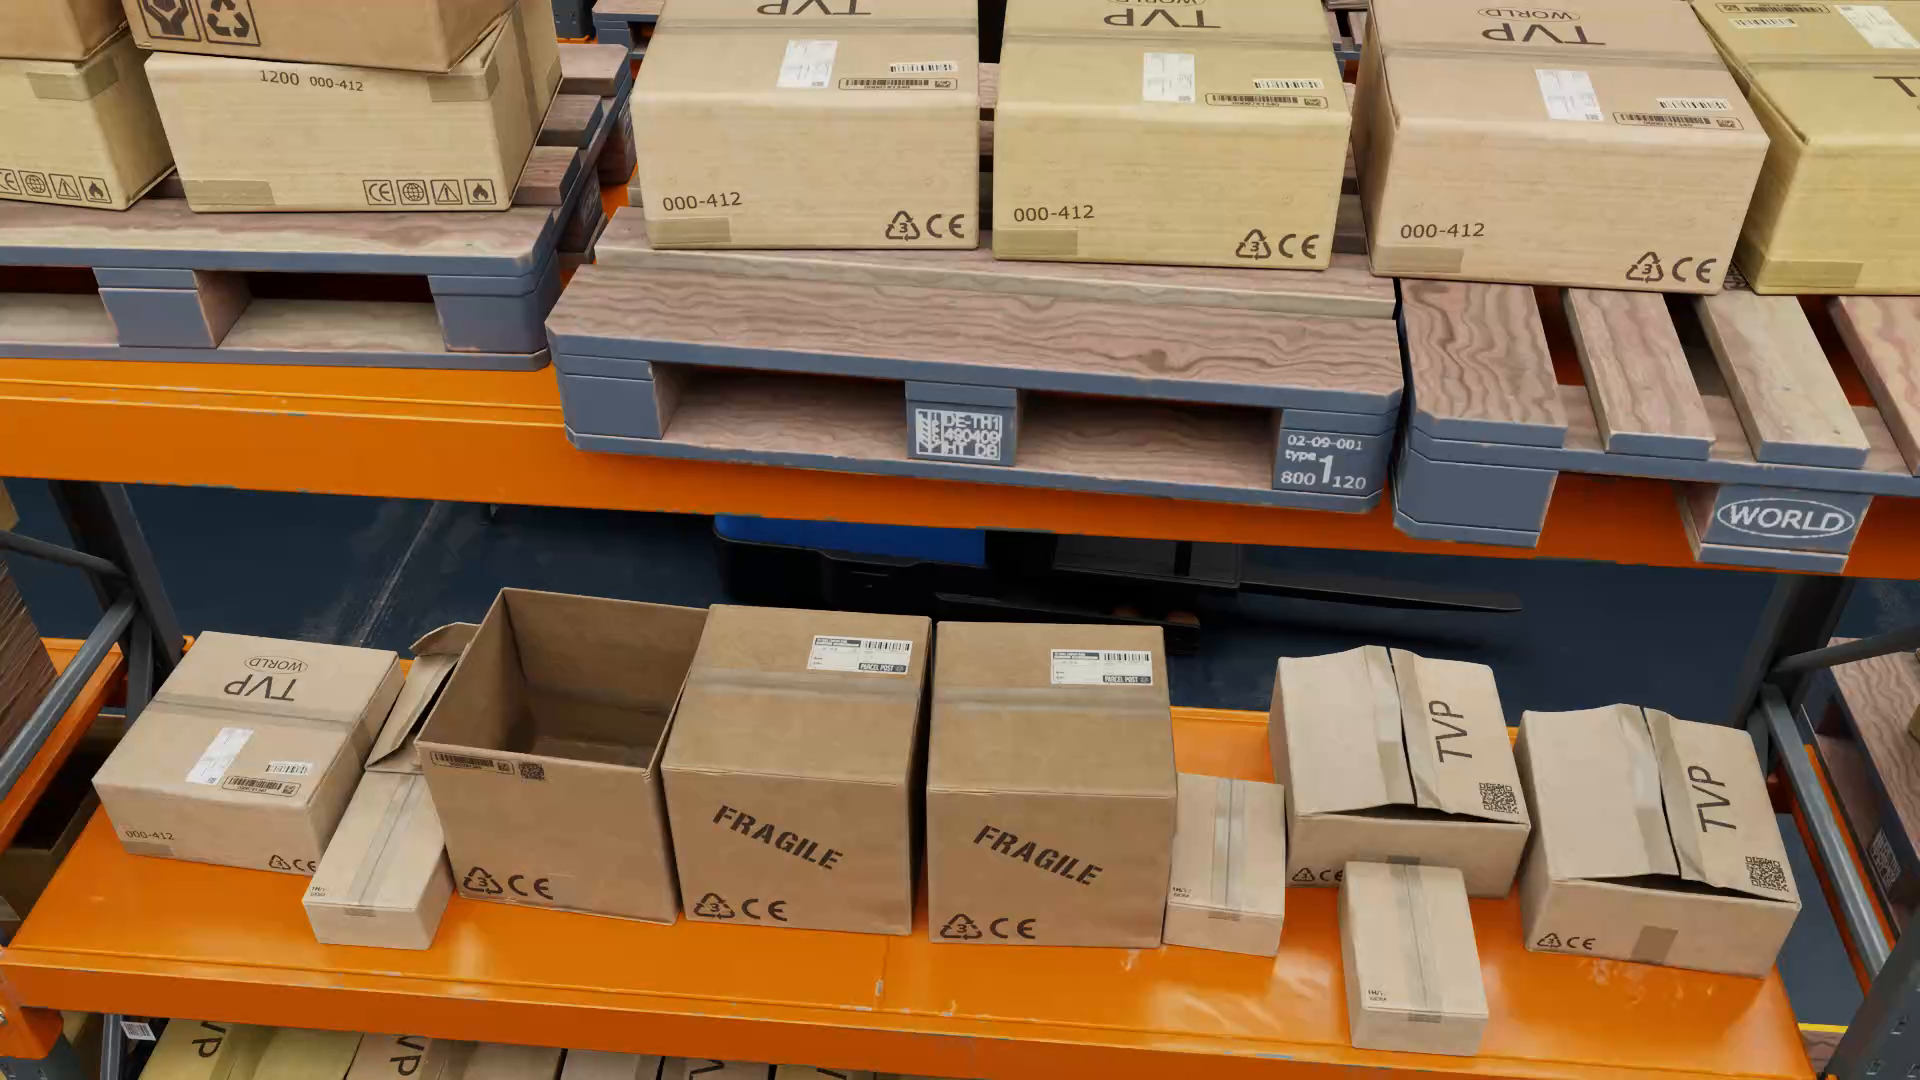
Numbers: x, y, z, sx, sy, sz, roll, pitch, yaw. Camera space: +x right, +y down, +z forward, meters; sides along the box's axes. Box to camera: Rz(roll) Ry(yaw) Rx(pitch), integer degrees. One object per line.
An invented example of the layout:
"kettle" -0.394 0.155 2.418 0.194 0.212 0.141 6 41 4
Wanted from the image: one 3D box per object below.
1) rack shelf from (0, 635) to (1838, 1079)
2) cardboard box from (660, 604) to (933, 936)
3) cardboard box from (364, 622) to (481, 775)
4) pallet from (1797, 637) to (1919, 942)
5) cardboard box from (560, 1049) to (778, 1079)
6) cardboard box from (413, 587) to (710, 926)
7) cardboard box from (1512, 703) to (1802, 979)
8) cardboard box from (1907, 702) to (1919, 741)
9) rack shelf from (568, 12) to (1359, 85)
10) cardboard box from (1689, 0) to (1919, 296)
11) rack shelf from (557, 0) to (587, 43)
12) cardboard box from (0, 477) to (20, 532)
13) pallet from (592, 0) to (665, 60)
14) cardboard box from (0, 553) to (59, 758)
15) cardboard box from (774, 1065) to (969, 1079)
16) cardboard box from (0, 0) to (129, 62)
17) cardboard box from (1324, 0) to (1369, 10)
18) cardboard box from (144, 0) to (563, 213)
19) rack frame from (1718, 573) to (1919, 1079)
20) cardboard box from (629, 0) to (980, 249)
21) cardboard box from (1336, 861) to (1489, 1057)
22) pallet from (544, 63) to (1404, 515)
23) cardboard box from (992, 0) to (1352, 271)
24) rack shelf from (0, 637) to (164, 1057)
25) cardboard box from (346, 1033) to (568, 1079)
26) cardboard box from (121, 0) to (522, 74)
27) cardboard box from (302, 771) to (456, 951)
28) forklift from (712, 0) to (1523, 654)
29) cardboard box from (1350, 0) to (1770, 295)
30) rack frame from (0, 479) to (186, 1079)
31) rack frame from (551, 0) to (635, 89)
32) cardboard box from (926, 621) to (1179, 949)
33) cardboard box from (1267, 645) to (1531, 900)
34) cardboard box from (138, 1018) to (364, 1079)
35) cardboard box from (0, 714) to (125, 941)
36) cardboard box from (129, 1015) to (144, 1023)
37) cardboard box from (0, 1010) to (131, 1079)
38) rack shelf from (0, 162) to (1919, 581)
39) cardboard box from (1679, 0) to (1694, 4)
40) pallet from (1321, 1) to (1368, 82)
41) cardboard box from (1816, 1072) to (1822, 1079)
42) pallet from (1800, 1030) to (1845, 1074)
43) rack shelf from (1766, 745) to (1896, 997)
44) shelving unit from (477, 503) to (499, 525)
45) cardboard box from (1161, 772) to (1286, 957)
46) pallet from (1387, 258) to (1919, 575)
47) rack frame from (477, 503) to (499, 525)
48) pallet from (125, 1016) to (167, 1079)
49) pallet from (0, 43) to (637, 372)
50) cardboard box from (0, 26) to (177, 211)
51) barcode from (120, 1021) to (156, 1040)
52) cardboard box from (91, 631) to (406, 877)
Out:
"rack shelf" -0.129 0.822 3.934 4.000 0.370 1.077 3 39 4
"cardboard box" -0.334 0.503 3.676 0.500 0.500 0.500 3 39 4
"cardboard box" -1.230 0.419 3.966 0.258 0.266 0.396 2 39 3
"pallet" 2.545 0.719 3.642 1.003 0.211 1.213 3 39 4
"cardboard box" -0.717 1.357 4.108 0.500 0.311 0.500 2 39 2
"cardboard box" -0.833 0.476 3.710 0.500 0.500 0.500 6 40 7
"cardboard box" 1.505 0.639 3.659 0.500 0.311 0.500 5 39 7
"cardboard box" 2.501 0.414 3.454 0.500 0.500 0.700 -9 40 -11
"rack shelf" 0.295 -2.294 7.762 4.000 0.370 1.077 3 39 4
"cardboard box" 1.407 -0.605 2.528 0.500 0.250 0.500 0 39 1
"rack shelf" -3.690 -2.512 8.029 4.000 0.370 1.077 3 39 4
"cardboard box" -2.372 0.007 3.772 0.250 0.149 0.380 3 39 4
"pallet" -0.949 -2.474 7.565 1.213 0.211 1.003 3 39 4
"cardboard box" -2.564 0.375 3.834 0.500 0.500 0.700 2 39 3
"cardboard box" -0.199 1.382 4.077 0.500 0.311 0.500 4 39 5
"cardboard box" -1.510 -1.066 2.500 0.500 0.500 0.500 4 39 4
"cardboard box" 1.818 -2.692 7.254 0.500 0.500 0.700 -1 39 -1
"cardboard box" -0.961 -0.766 2.725 0.500 0.250 0.500 0 39 -1
"rack frame" 1.864 0.652 3.573 0.127 3.000 1.000 3 39 4
"cardboard box" -0.222 -0.691 2.633 0.500 0.250 0.500 0 39 0
"cardboard box" 0.944 0.874 3.499 0.250 0.149 0.380 3 39 4
"pallet" 0.066 -0.478 2.734 1.213 0.211 1.003 5 39 6
"cardboard box" 0.314 -0.661 2.596 0.500 0.250 0.500 2 39 3
"rack shelf" -4.114 0.604 4.201 4.000 0.370 1.077 3 39 4
"cardboard box" -1.233 1.330 4.141 0.500 0.311 0.500 3 39 3
"cardboard box" -0.941 -1.050 2.480 0.500 0.500 0.500 7 40 8
"cardboard box" -1.256 0.708 3.703 0.250 0.149 0.380 3 39 4
"forklift" 0.621 -1.073 5.746 3.031 2.935 1.130 6 40 7
"cardboard box" 0.883 -0.623 2.549 0.500 0.250 0.500 4 39 5
"rack frame" -2.121 0.434 3.841 0.127 3.000 1.000 3 39 4
"rack frame" -1.698 -2.682 7.668 0.127 3.000 1.000 3 39 4
"cardboard box" 0.191 0.532 3.641 0.500 0.500 0.500 1 39 1
"cardboard box" 0.989 0.516 3.811 0.500 0.311 0.500 3 39 3
"cardboard box" -1.731 1.299 4.179 0.500 0.311 0.500 3 39 4
"cardboard box" -2.556 0.825 4.612 0.500 0.500 0.500 3 39 4
"cardboard box" -2.557 1.122 4.841 0.500 0.250 0.500 3 39 4
"cardboard box" -2.602 1.450 4.438 0.500 0.250 0.500 3 39 4
"rack shelf" -0.129 -0.341 2.987 4.000 0.370 1.077 3 39 4
"cardboard box" 3.270 -2.404 6.996 0.500 0.500 0.500 4 39 5
"pallet" 1.568 -2.361 7.427 1.003 0.211 1.213 3 39 4
"cardboard box" 2.293 1.655 3.972 0.500 0.500 0.500 5 39 6
"pallet" 2.604 1.798 4.374 1.213 0.211 1.003 3 39 4
"rack shelf" 3.856 1.040 3.666 4.000 0.370 1.077 3 39 4
"shelving unit" -1.408 -0.749 6.482 1.048 1.500 0.538 6 40 7
"cardboard box" 0.588 0.715 3.694 0.250 0.149 0.380 6 40 7
"pallet" 1.180 -0.419 2.662 1.003 0.211 1.213 5 39 6
"rack frame" -1.910 -0.801 6.546 0.032 1.500 0.500 6 40 7
"pallet" -2.910 1.446 4.806 1.213 0.211 1.003 3 39 4
"pallet" -1.241 -0.615 2.905 1.217 0.209 0.805 2 39 2
"cardboard box" -1.508 -0.794 2.760 0.500 0.250 0.500 7 40 8
"barcode" -1.903 1.136 3.849 0.075 0.075 0.001 3 39 4
"cardboard box" -1.627 0.492 3.889 0.500 0.250 0.500 5 39 7
